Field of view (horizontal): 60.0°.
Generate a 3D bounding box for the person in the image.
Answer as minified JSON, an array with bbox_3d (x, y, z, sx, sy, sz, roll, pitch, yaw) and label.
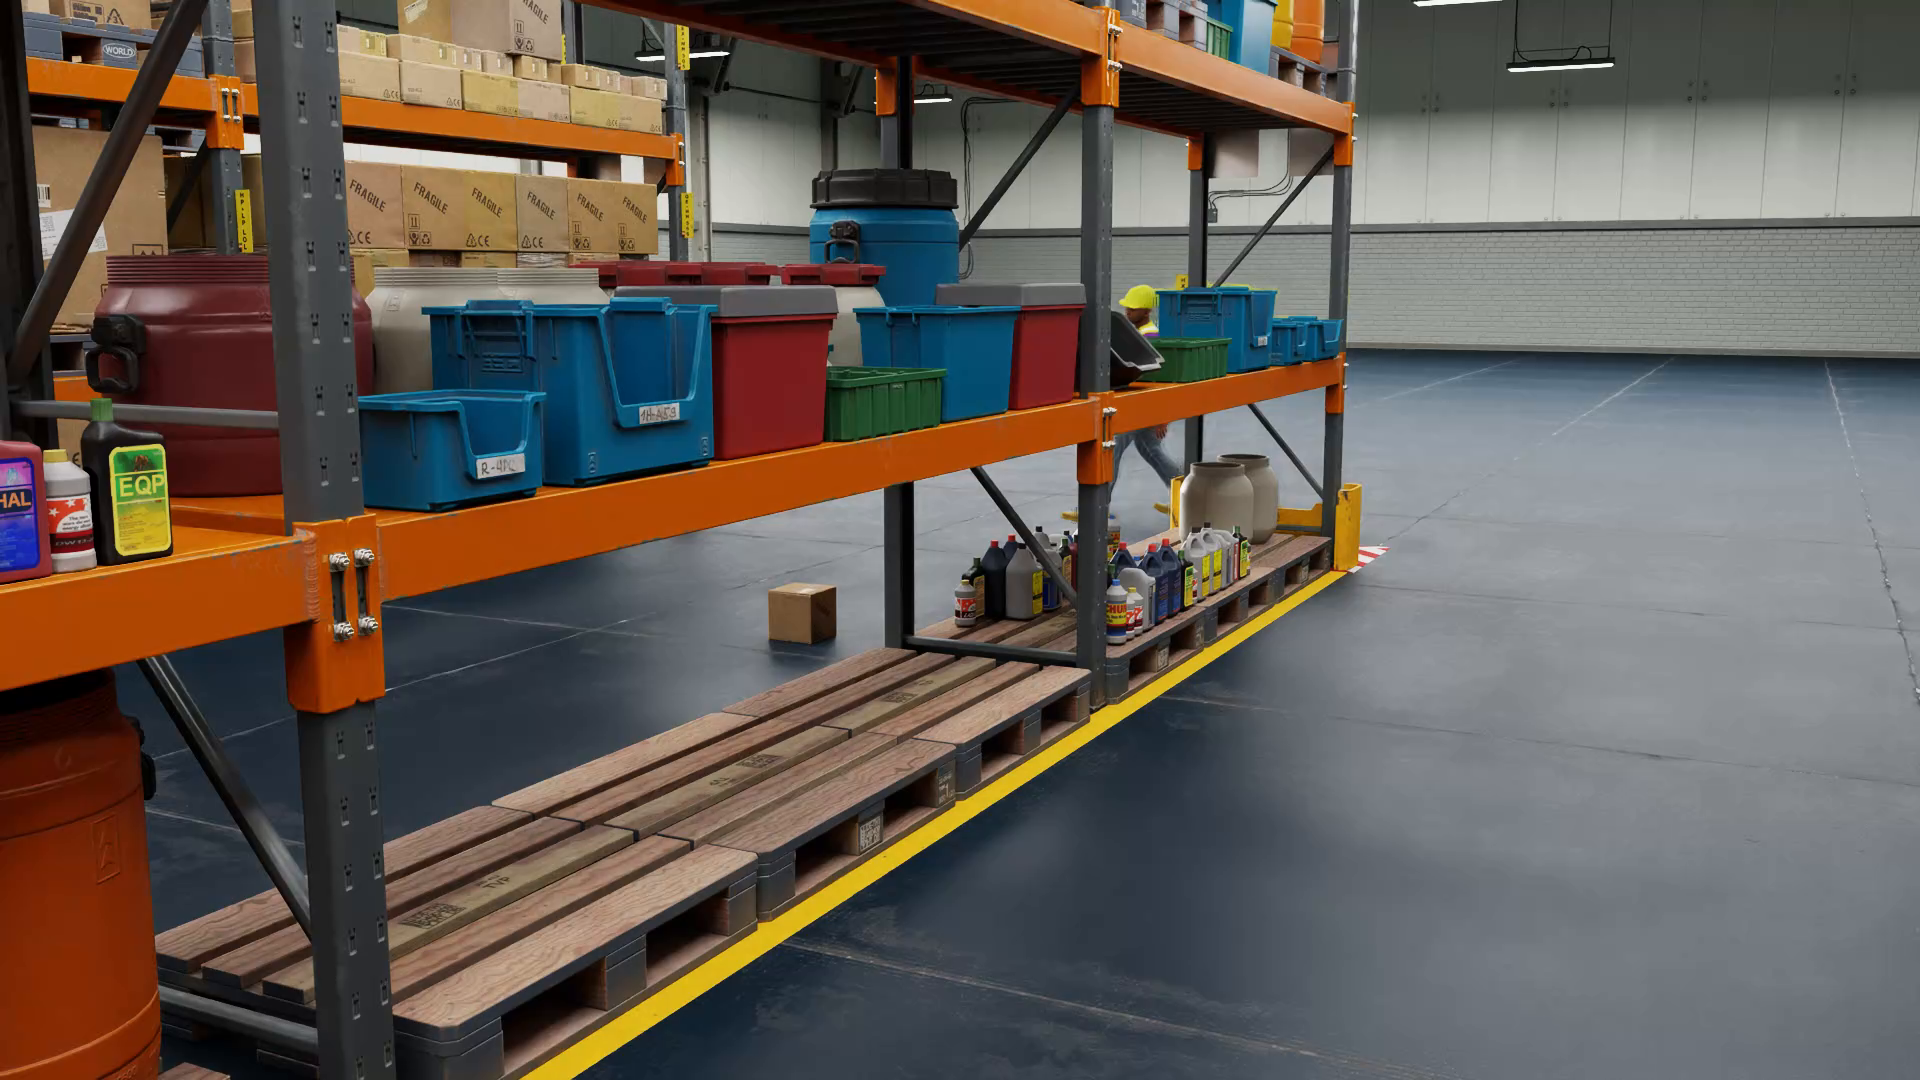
[{"bbox_3d":[1.231,-0.986,12.071,1.005,1.717,0.674,0,9,-1],"label":"person"}]
